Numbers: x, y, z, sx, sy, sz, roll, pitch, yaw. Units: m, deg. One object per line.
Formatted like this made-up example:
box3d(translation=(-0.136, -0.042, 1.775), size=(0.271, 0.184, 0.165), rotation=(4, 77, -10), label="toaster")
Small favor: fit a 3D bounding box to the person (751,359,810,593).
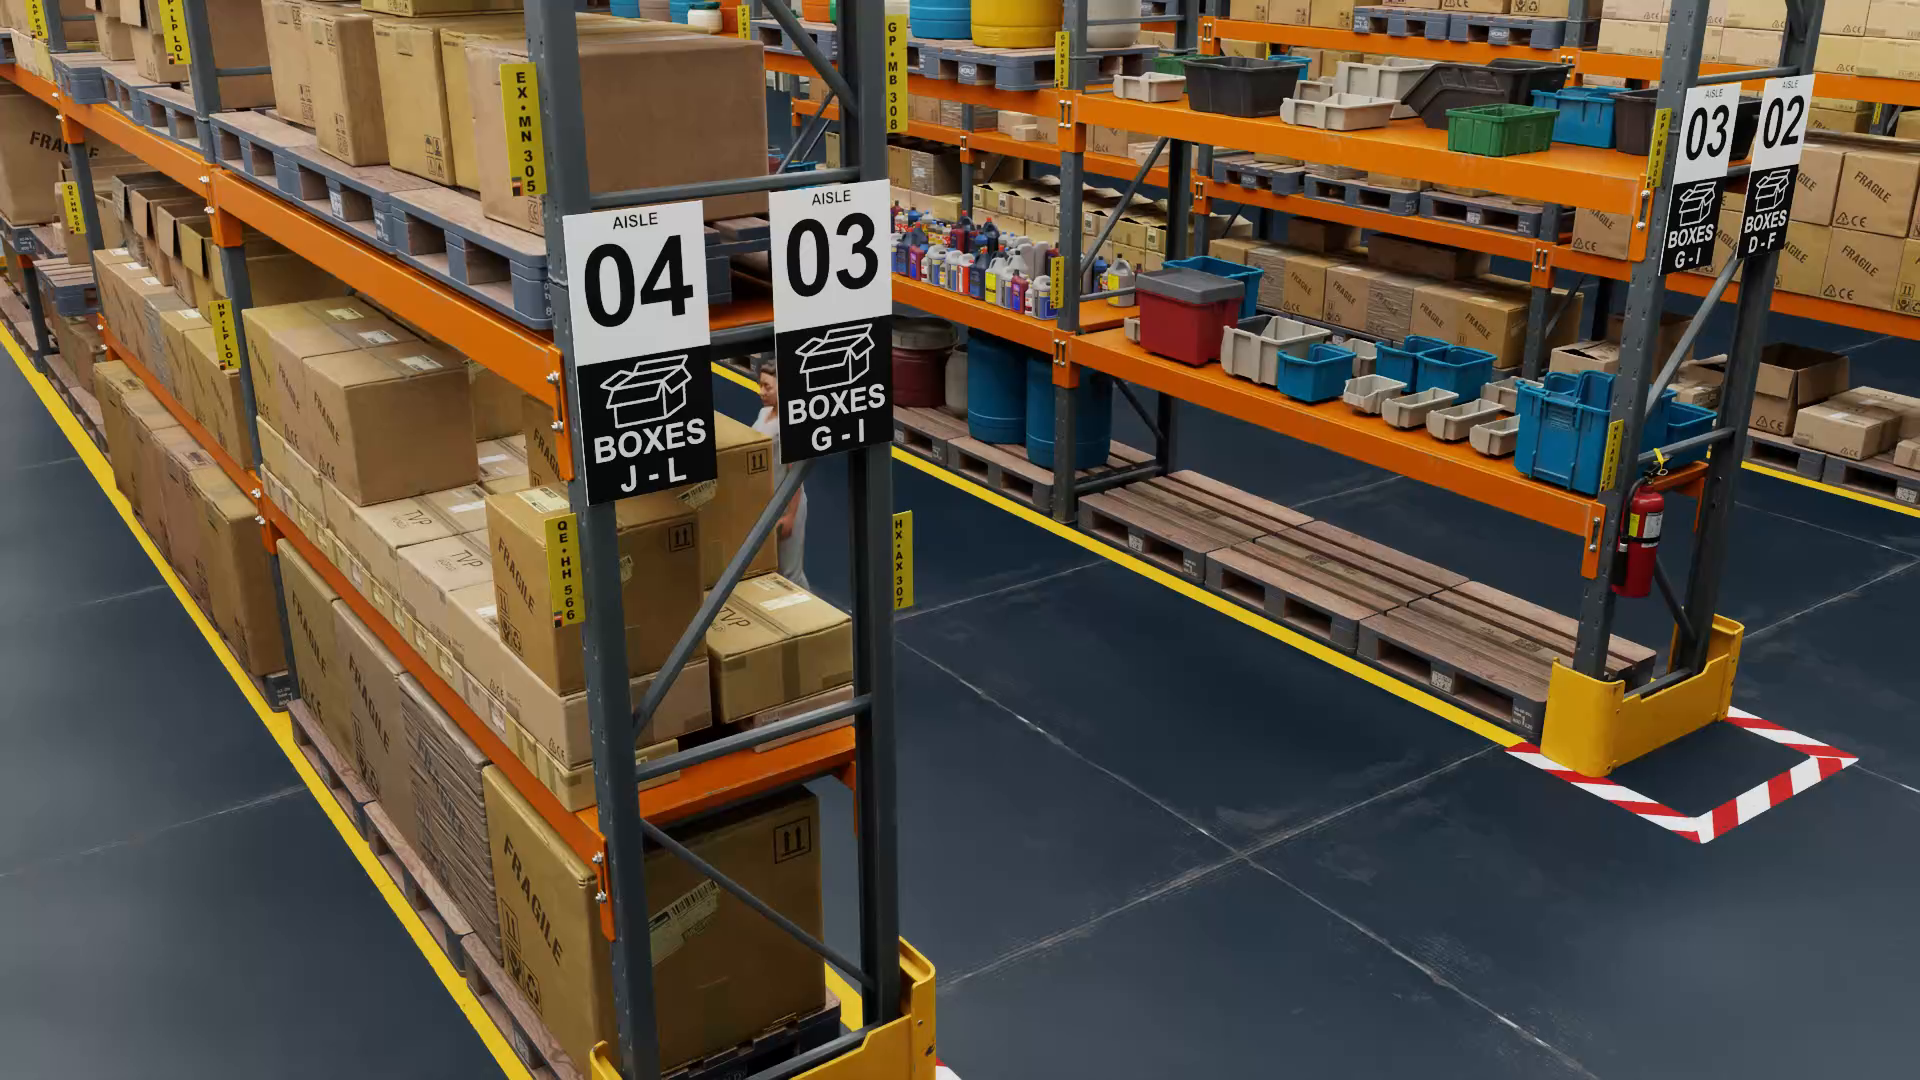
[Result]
box3d(translation=(-0.971, -0.174, 9.048), size=(0.372, 1.672, 0.437), rotation=(-14, 25, -32), label="person")
